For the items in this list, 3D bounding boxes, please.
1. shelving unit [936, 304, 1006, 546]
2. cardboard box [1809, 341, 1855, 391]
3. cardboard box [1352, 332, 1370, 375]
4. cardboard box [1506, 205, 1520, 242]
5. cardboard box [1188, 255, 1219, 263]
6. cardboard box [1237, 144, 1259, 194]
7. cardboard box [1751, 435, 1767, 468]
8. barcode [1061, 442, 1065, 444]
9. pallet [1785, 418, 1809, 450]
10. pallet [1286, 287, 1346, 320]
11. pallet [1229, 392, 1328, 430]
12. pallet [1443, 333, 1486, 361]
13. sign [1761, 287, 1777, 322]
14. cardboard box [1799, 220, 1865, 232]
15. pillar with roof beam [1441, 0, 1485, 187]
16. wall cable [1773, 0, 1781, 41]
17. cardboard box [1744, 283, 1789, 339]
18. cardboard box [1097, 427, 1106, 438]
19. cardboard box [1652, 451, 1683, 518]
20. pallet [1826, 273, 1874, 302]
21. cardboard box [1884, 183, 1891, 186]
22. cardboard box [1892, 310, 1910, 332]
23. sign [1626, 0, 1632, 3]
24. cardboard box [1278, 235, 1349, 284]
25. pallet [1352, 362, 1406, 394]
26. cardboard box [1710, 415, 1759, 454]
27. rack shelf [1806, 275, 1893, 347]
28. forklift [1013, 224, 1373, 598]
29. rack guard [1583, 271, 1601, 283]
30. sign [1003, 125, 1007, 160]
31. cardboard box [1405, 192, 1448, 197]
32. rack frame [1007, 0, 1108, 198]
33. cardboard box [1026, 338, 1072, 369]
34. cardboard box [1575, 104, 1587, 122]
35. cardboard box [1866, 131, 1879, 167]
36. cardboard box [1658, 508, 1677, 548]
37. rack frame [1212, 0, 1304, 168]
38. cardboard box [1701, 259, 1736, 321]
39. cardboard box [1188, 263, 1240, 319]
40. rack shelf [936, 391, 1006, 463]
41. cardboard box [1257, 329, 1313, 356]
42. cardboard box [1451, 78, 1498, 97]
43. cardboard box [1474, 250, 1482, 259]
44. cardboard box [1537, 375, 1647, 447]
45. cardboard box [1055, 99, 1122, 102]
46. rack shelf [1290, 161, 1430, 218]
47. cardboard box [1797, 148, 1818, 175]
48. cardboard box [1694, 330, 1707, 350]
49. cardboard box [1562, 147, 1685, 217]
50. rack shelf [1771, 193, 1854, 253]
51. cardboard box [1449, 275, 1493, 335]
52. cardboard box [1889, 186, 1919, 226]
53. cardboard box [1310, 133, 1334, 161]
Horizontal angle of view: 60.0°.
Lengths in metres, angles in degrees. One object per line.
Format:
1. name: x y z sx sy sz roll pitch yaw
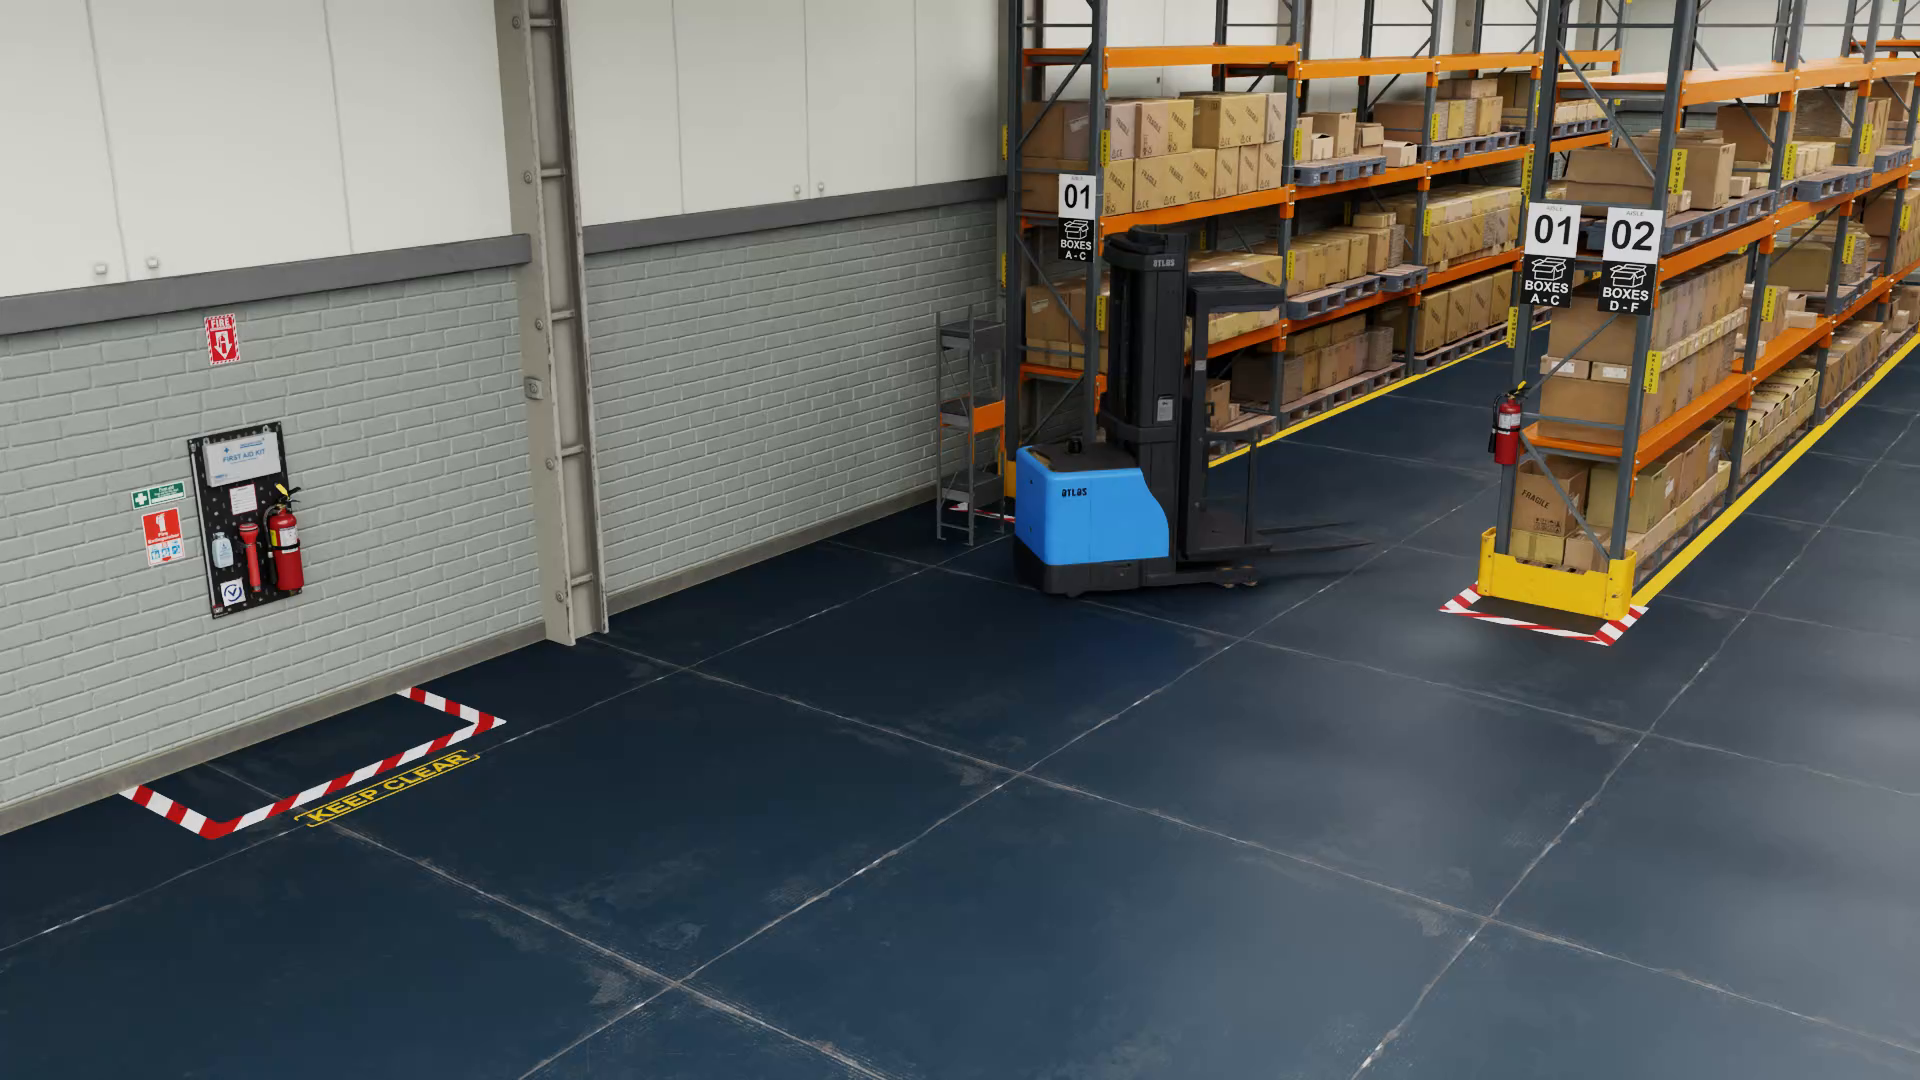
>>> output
1. shelving unit: 0.099 -1.042 15.066 0.431 2.100 0.503 12 21 35
2. cardboard box: 10.740 -2.158 20.615 0.500 0.500 0.500 12 21 34
3. cardboard box: 4.861 -2.448 21.547 0.700 0.500 0.500 12 21 35
4. cardboard box: 7.959 -4.712 24.661 0.500 0.500 0.500 12 21 34
5. cardboard box: 2.506 -2.860 18.357 0.500 0.500 0.500 12 21 34
6. cardboard box: 2.851 -3.969 17.714 0.500 0.500 0.500 10 20 30
7. cardboard box: 7.991 -0.948 17.174 0.500 0.250 0.500 13 22 36
8. barcode: 1.056 -0.963 17.070 0.001 0.075 0.075 12 21 35
9. pallet: 9.107 -1.319 19.141 1.003 0.211 1.213 12 21 35
10. pallet: 3.837 -2.826 19.617 1.003 0.211 1.213 12 21 35
11. pallet: 3.728 -1.616 20.096 1.003 0.211 1.213 12 21 35
12. pallet: 6.906 -2.846 24.060 1.003 0.211 1.213 12 21 35
13. sign: 7.692 -2.241 15.814 0.100 0.325 0.005 12 21 35
14. cardboard box: 11.550 -3.968 22.092 0.700 0.500 0.500 5 18 16
15. pillar with roof beam: 11.212 -7.091 22.910 9.100 9.000 0.400 12 21 35
16. wall cable: 16.245 -10.220 29.706 3.097 2.526 0.112 12 21 35
17. cardboard box: 8.642 -2.485 18.026 0.500 0.500 0.500 11 20 32
18. cardboard box: 1.706 -1.020 17.267 0.500 0.311 0.500 15 22 39
19. cardboard box: 5.945 -0.509 14.495 0.500 0.500 0.500 12 21 35
20. pallet: 10.784 -3.212 20.860 1.003 0.211 1.213 12 21 35
21. cardboard box: 13.312 -4.967 24.333 0.500 0.500 0.500 13 21 35
22. cardboard box: 13.679 -3.248 24.546 0.500 0.250 0.500 12 21 35
23. sign: 10.843 -8.869 26.929 0.100 0.325 0.005 12 21 35
24. cardboard box: 4.302 -3.429 20.323 0.700 0.500 0.500 16 24 42
25. pallet: 5.182 -2.197 21.968 1.003 0.211 1.213 12 21 35
26. cardboard box: 7.692 -1.097 16.707 0.500 0.311 0.500 13 21 35
27. rack shelf: 10.821 -2.973 20.978 1.077 0.370 4.000 12 21 35
28. forklift: 2.038 -1.146 13.999 3.031 2.935 1.130 -4 18 -14
29. rack guard: 10.429 -4.432 28.678 1.175 0.500 0.348 12 21 35
30. sign: 0.448 -3.767 15.772 0.100 0.325 0.005 12 21 35
31. cardboard box: 6.633 -4.791 23.653 0.500 0.250 0.500 12 21 33
32. rack frame: 0.882 -4.674 15.127 1.000 3.000 0.127 12 21 35
33. cardboard box: 1.005 -1.892 16.505 0.500 0.250 0.500 13 21 35
34. cardboard box: 9.577 -6.759 26.274 0.500 0.250 0.500 12 21 33
35. cardboard box: 10.476 -4.675 20.021 0.910 0.500 0.500 12 21 35
36. cardboard box: 5.954 -0.149 14.600 0.500 0.250 0.500 12 21 35
37. rack frame: 3.265 -5.627 18.195 1.000 3.000 0.127 12 21 35
38. cardboard box: 6.686 -2.327 15.330 0.700 0.500 0.500 12 21 35
39. cardboard box: 2.630 -2.652 17.688 0.500 0.500 0.500 12 21 33
40. rack shelf: 0.099 -1.029 15.070 0.431 0.518 0.480 12 21 35
41. cardboard box: 3.950 -2.420 20.193 0.500 0.250 0.500 12 21 34
42. cardboard box: 7.402 -6.529 23.984 0.500 0.250 0.500 14 22 39
43. cardboard box: 7.266 -4.131 23.885 0.380 0.149 0.250 12 21 33
44. cardboard box: 5.151 -1.091 13.537 0.700 0.500 0.500 12 21 35
45. cardboard box: 1.245 -4.057 16.310 0.500 0.500 0.500 14 22 38
46. rack shelf: 4.457 -4.327 20.281 1.077 0.370 4.000 12 21 35
47. cardboard box: 8.756 -4.021 17.627 0.500 0.250 0.500 12 21 34
48. cardboard box: 6.342 -1.776 14.649 0.380 0.149 0.250 13 22 36
49. cardboard box: 5.208 -2.820 13.096 0.797 0.503 0.637 14 22 38
50. rack shelf: 8.437 -3.452 17.465 1.077 0.370 4.000 12 21 35
51. cardboard box: 7.222 -3.451 24.221 0.750 0.750 0.750 13 22 36
52. cardboard box: 13.440 -4.749 23.630 0.500 0.500 0.500 13 22 36
53. cardboard box: 4.022 -4.615 19.437 0.500 0.311 0.500 13 22 36
